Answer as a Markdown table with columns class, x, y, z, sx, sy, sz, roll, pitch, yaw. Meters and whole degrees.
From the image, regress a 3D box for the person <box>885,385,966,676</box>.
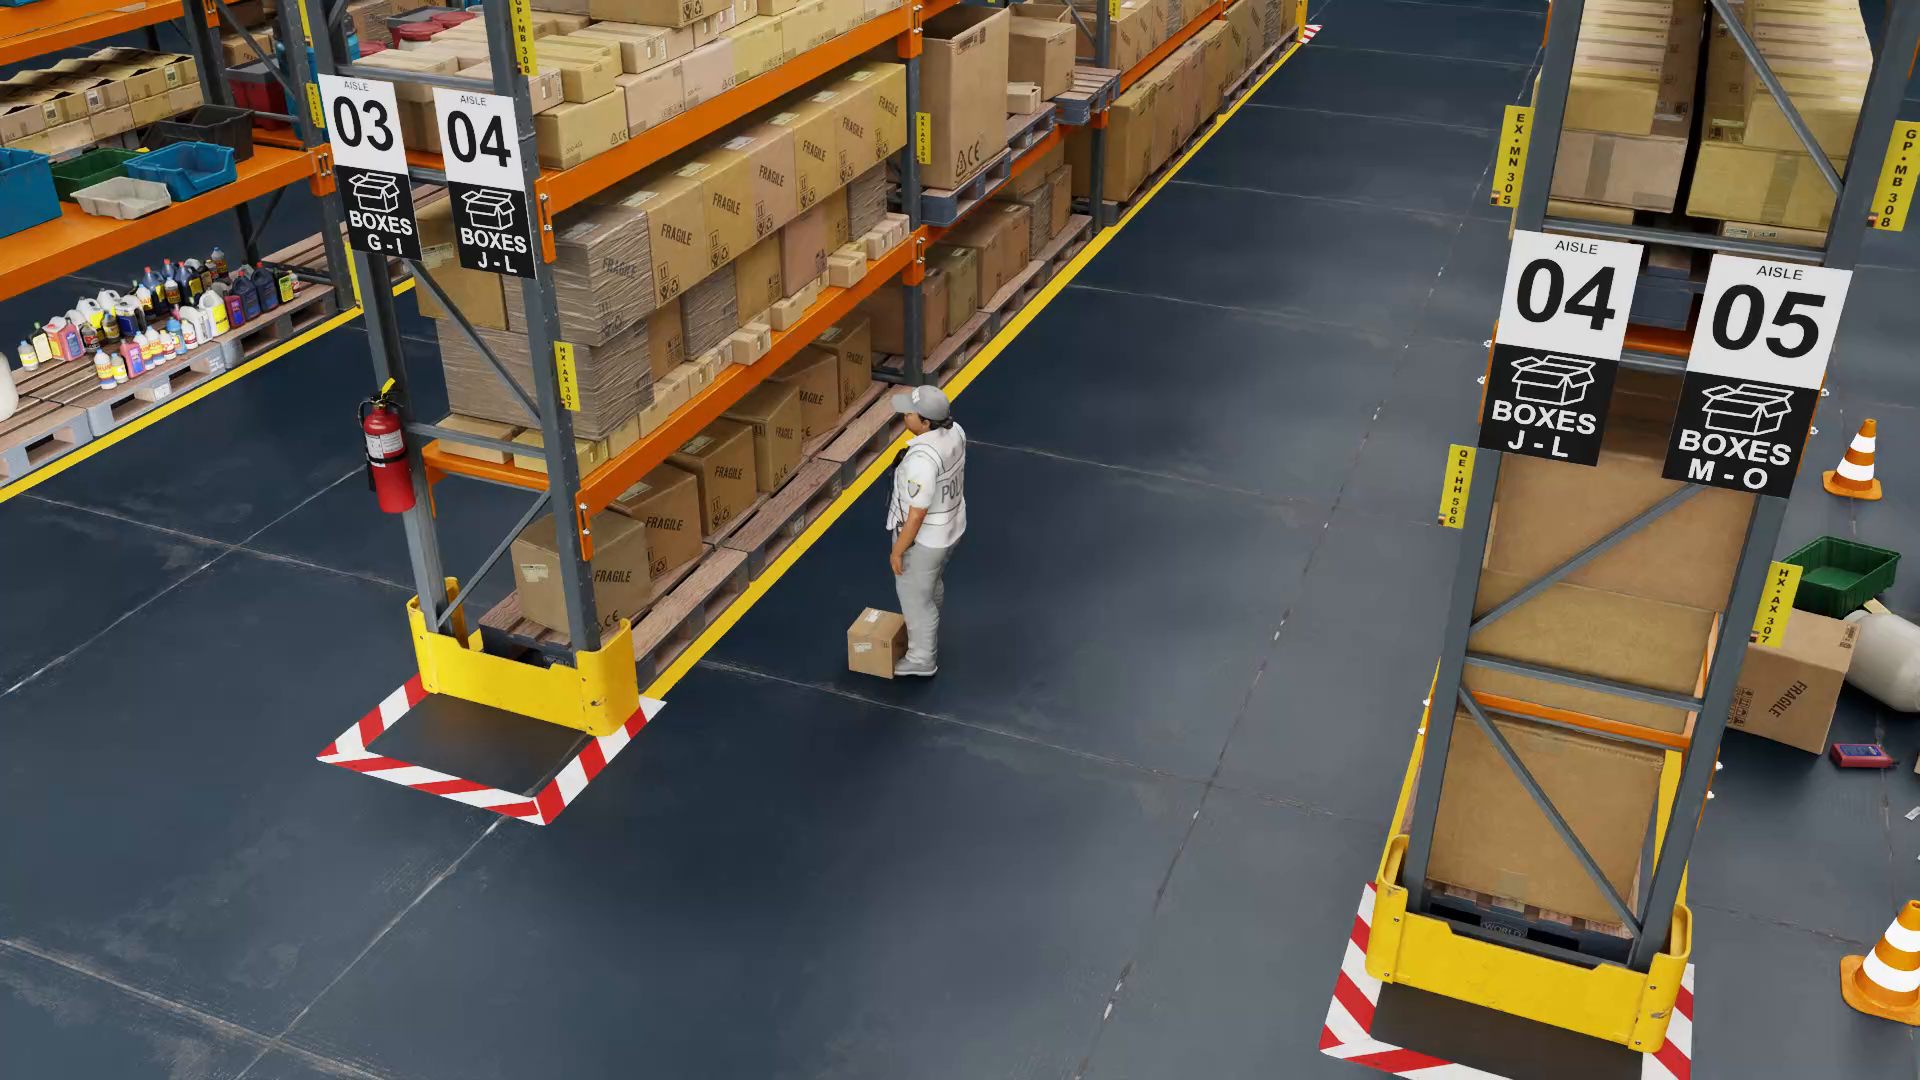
| class | x | y | z | sx | sy | sz | roll | pitch | yaw |
| --- | --- | --- | --- | --- | --- | --- | --- | --- | --- |
| person | -0.240 | -0.058 | 8.469 | 0.529 | 1.670 | 0.598 | 11 | 32 | 19 |
